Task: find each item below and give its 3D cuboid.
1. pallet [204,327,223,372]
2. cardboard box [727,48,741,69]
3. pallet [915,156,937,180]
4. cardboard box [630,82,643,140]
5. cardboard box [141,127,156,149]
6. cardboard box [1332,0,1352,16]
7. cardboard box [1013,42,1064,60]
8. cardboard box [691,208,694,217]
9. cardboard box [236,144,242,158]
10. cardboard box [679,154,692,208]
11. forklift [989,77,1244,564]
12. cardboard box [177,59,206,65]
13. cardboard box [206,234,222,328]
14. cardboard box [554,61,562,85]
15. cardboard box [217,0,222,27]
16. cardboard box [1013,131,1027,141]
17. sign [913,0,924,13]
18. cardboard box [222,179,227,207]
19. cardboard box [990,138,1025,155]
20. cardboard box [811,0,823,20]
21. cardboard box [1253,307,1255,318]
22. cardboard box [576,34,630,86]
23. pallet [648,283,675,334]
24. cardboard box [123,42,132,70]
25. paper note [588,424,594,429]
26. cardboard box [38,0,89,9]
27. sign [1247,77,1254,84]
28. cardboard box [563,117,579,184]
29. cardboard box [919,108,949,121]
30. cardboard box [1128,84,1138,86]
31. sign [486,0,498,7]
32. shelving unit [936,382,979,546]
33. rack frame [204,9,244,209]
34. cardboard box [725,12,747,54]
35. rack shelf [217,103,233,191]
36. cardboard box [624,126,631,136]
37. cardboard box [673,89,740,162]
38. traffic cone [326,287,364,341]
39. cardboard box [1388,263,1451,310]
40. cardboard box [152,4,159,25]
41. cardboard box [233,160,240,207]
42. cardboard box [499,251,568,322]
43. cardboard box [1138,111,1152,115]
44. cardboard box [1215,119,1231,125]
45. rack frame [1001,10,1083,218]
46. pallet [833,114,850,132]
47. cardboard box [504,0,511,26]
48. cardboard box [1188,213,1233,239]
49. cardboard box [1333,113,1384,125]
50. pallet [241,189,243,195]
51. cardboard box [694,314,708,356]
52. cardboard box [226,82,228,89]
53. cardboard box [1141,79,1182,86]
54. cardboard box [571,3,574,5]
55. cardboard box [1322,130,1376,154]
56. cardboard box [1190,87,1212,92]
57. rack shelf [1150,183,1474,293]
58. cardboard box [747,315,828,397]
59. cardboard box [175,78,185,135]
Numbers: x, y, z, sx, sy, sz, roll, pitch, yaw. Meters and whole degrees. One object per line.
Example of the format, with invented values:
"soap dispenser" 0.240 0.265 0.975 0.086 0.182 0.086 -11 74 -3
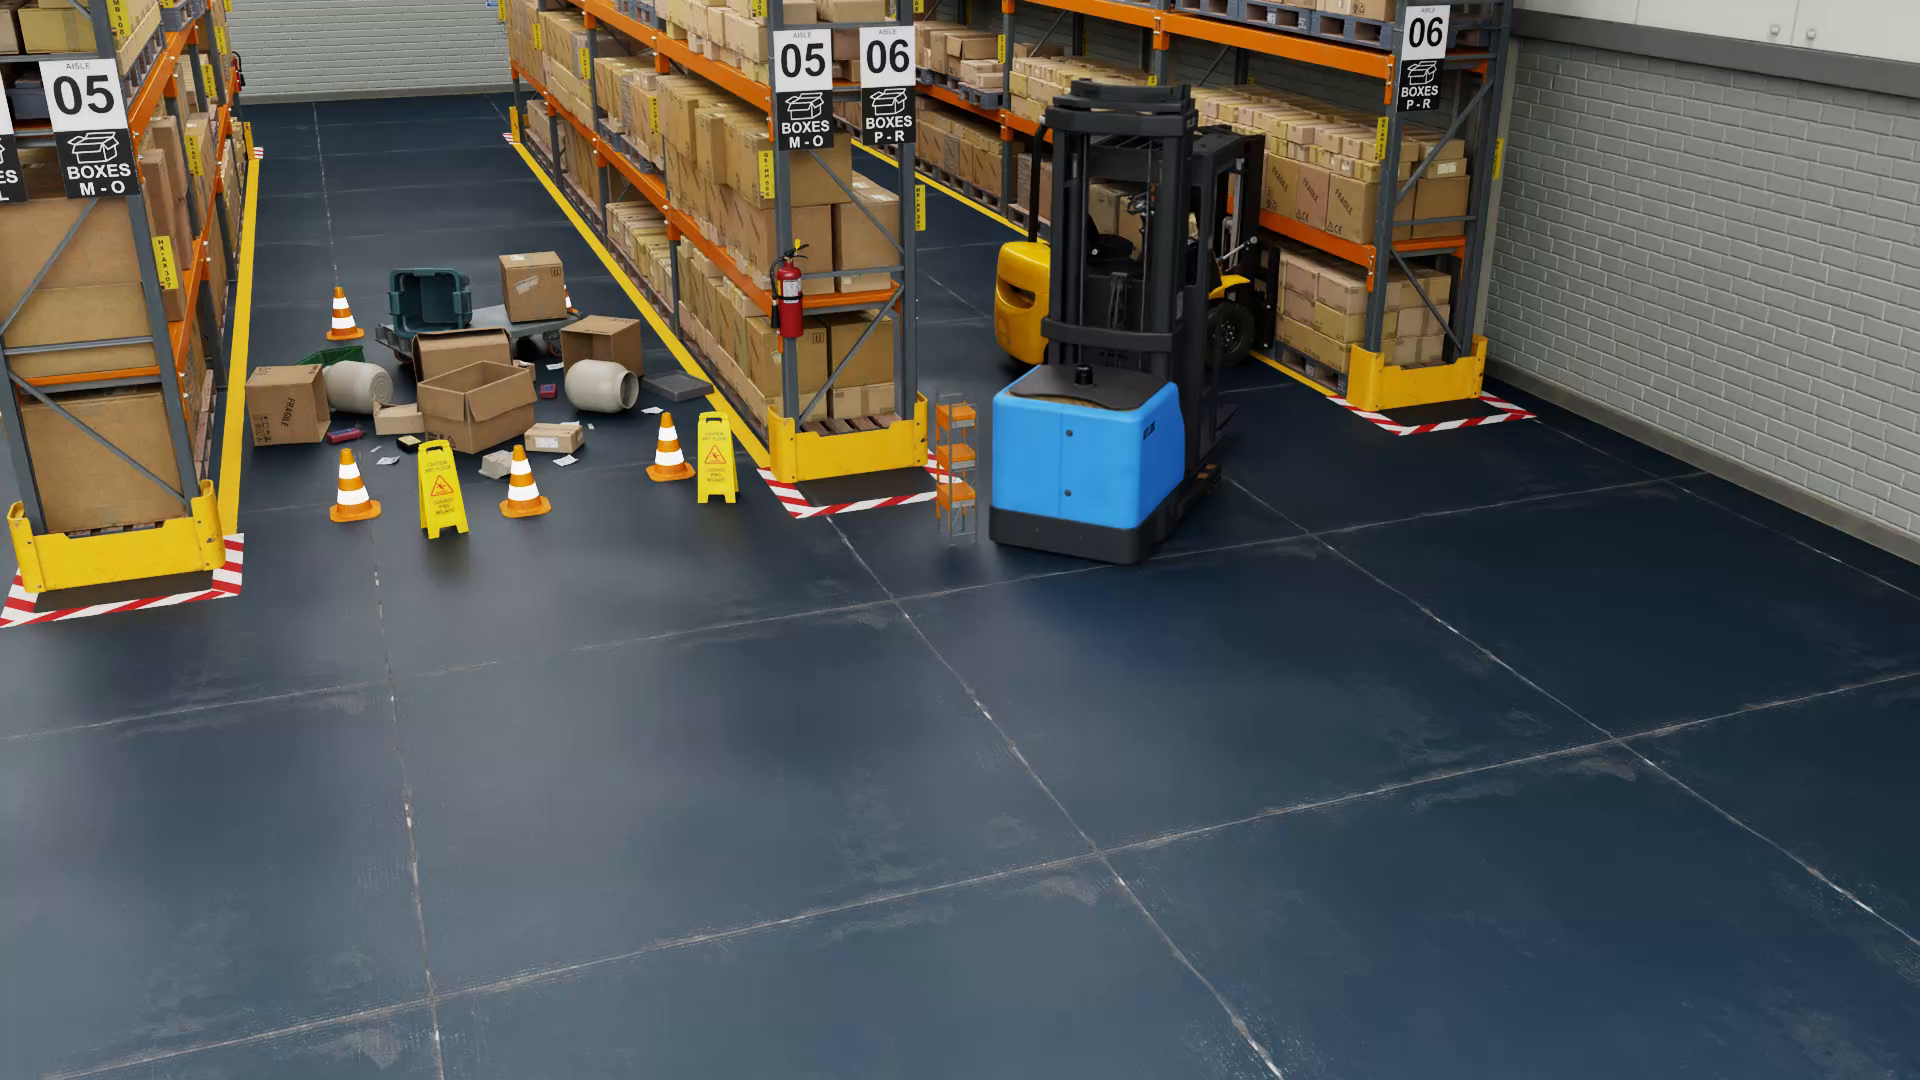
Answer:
"pallet" -7.157 -1.630 14.846 1.003 0.211 1.213 -8 24 -19
"cardboard box" -1.533 -3.638 12.480 0.380 0.149 0.250 -9 24 -19
"pallet" -0.080 -5.375 23.730 1.003 0.211 1.213 -8 24 -19
"cardboard box" -2.949 -4.242 16.401 0.500 0.500 0.500 -7 24 -17
"cardboard box" -6.350 -2.674 12.149 0.875 0.550 0.550 -8 24 -19
"cardboard box" 3.260 -4.355 13.513 0.380 0.149 0.250 -9 24 -21
"cardboard box" 0.975 -5.945 20.823 0.500 0.500 0.500 -7 24 -17
"cardboard box" -2.147 -2.910 14.615 0.380 0.149 0.250 -8 24 -19
"cardboard box" -10.023 -5.303 22.716 0.380 0.149 0.250 -8 24 -18
"cardboard box" -2.125 -3.167 14.389 0.500 0.500 0.500 -8 24 -19
"forklift" 1.267 -1.734 11.590 1.130 2.935 3.031 10 25 23
"cardboard box" -9.130 -5.593 19.674 0.380 0.149 0.250 -9 25 -21
"cardboard box" -7.454 -2.366 15.357 1.050 0.750 0.750 -8 24 -19
"cardboard box" -4.789 -5.858 20.835 0.500 0.250 0.500 -8 24 -18
"cardboard box" -10.098 -6.953 22.086 0.500 0.500 0.500 -9 25 -21
"cardboard box" 0.886 -5.249 21.684 0.380 0.149 0.250 -8 24 -18
"sign" -0.298 -3.767 11.338 0.100 0.325 0.005 -8 24 -19
"cardboard box" -8.244 -3.769 18.043 0.500 0.250 0.500 -9 25 -21
"cardboard box" 0.599 -4.982 21.050 0.380 0.149 0.250 -10 25 -22
"cardboard box" -0.844 -3.788 11.810 0.380 0.149 0.250 -8 24 -19
"cardboard box" 2.836 -2.194 15.594 0.500 0.250 0.500 -8 24 -17
"cardboard box" -4.059 -5.473 18.957 0.500 0.500 0.500 -9 24 -20
"pallet" -2.495 -2.359 16.574 1.003 0.211 1.213 -8 24 -19
"cardboard box" -5.313 -2.959 10.200 0.380 0.149 0.250 -8 24 -18
"paper note" -2.978 -0.917 13.413 0.032 0.001 0.123 -8 24 -19
"cardboard box" -5.221 -3.230 9.817 0.380 0.149 0.250 -8 24 -18
"sign" 2.942 -4.555 16.979 0.100 0.325 0.005 -8 24 -19
"cardboard box" -4.751 -5.268 22.081 0.875 0.875 0.875 -8 24 -17
"cardboard box" -0.354 -6.034 23.546 0.380 0.149 0.250 -9 24 -20
"cardboard box" 1.733 -4.747 17.686 0.380 0.149 0.250 -9 25 -21
"sign" -8.538 -9.907 30.545 0.327 0.218 0.001 -8 24 -19
"shelving unit" -0.019 -0.503 11.092 0.215 1.050 0.252 -8 24 -19
"rack frame" -9.640 -5.552 20.560 1.000 3.000 0.127 -8 24 -19
"cardboard box" -1.402 -3.691 12.094 0.500 0.250 0.500 -9 24 -20
"rack shelf" -8.933 -4.494 18.976 1.077 0.370 4.000 -8 24 -19
"cardboard box" -3.333 -4.356 17.505 0.380 0.149 0.250 -7 24 -16
"cardboard box" -1.954 -3.440 13.751 0.700 0.500 0.500 -9 24 -20
"traffic cone" -5.875 -2.170 15.804 0.336 0.463 0.334 -8 24 -19
"cardboard box" 3.844 -2.178 14.267 0.500 0.250 0.500 -9 24 -20
"cardboard box" -6.297 -3.971 12.602 0.380 0.149 0.250 -8 24 -18
"cardboard box" -9.143 -4.359 20.408 0.500 0.500 0.500 -9 24 -20
"cardboard box" -3.873 -2.303 15.095 0.500 0.500 0.500 -8 24 -19
"cardboard box" 2.011 -4.348 17.253 0.500 0.250 0.500 -9 24 -20
"cardboard box" 2.610 -3.856 15.573 0.380 0.149 0.250 -9 24 -20
"rack frame" 1.011 -5.497 20.429 1.000 3.000 0.127 -8 24 -19
"pallet" -1.506 -6.801 27.115 1.003 0.211 1.213 -8 24 -19
"cardboard box" -6.555 -8.014 24.987 0.500 0.500 0.500 -9 24 -20
"cardboard box" 2.472 -3.024 16.276 0.500 0.250 0.500 -8 24 -19
"cardboard box" 3.560 -3.710 14.844 0.380 0.149 0.250 -9 24 -20
"pallet" -9.910 -4.506 21.669 1.003 0.211 1.213 -8 24 -19
"cardboard box" -2.064 -1.843 14.761 0.500 0.250 0.500 -7 24 -16
"cardboard box" -9.944 -6.056 22.079 0.380 0.149 0.250 -7 24 -17
"cardboard box" 2.193 -4.925 18.109 0.380 0.149 0.250 -8 24 -19
"cardboard box" -5.149 -7.402 22.698 0.380 0.149 0.250 -9 24 -20
"cardboard box" 3.279 -3.350 13.989 0.380 0.149 0.250 -8 24 -18
"cardboard box" 2.259 -4.369 16.406 0.380 0.149 0.250 -8 24 -18
"rack shelf" 3.130 -2.985 15.396 1.077 0.370 4.000 -8 24 -19
"cardboard box" -1.332 -1.435 12.826 0.500 0.500 0.500 -8 24 -19
"cardboard box" -7.714 -4.071 15.631 0.700 0.500 0.500 -9 24 -20
